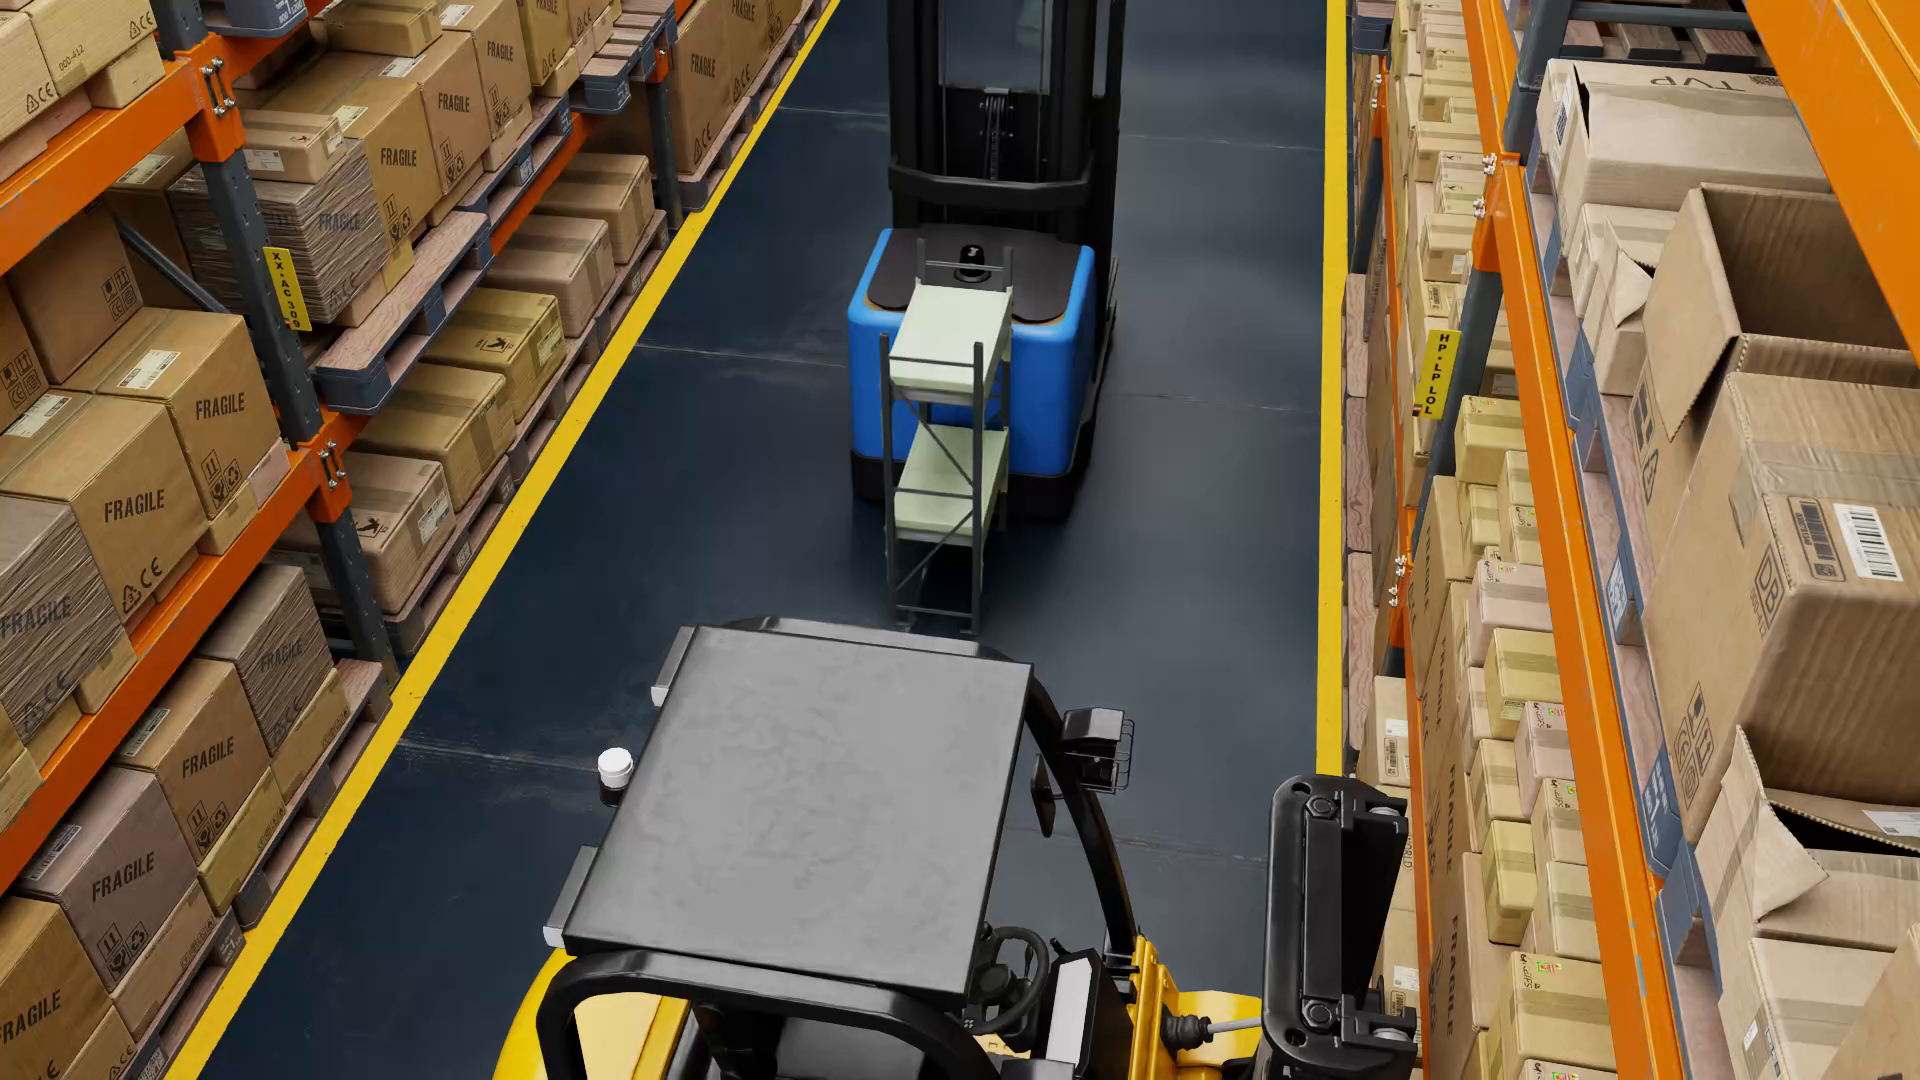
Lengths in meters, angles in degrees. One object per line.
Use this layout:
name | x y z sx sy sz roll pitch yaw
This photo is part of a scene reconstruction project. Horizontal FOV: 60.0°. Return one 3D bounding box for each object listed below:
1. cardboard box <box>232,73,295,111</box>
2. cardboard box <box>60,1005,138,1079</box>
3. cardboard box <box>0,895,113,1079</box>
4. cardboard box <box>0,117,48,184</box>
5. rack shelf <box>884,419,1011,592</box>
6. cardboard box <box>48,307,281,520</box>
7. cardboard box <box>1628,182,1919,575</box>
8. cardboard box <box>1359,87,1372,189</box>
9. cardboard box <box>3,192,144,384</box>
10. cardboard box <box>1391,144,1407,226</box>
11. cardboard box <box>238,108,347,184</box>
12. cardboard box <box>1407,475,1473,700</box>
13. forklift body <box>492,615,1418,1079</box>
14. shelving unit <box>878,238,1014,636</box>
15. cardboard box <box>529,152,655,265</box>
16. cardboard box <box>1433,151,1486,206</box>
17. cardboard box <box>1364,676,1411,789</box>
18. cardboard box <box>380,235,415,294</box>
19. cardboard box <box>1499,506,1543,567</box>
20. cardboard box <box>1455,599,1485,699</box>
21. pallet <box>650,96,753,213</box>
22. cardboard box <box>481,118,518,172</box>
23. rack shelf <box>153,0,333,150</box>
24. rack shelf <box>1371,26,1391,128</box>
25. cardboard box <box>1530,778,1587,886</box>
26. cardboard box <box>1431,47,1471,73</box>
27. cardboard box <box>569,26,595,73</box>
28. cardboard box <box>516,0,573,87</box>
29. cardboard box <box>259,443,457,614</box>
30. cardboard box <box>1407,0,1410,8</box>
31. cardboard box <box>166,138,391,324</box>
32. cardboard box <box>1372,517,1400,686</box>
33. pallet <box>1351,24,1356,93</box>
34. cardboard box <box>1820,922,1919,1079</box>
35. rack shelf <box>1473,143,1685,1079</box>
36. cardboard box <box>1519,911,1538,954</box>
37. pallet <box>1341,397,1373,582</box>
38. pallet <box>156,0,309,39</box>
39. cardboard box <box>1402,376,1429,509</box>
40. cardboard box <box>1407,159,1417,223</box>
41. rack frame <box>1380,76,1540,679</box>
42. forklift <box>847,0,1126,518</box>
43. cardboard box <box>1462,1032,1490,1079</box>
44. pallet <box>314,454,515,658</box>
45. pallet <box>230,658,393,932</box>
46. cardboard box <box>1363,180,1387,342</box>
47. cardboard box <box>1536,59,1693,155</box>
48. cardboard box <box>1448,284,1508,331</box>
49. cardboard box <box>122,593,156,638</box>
cardboard box | -2.932 -1.531 6.606 0.500 0.500 0.500 7 40 8
cardboard box | -2.973 1.680 5.193 0.500 0.250 0.500 9 40 11
cardboard box | -2.966 1.396 4.947 0.500 0.500 0.500 7 40 9
cardboard box | -2.775 -1.105 4.576 0.380 0.149 0.250 7 40 8
rack shelf | -0.046 -0.166 7.285 0.431 0.370 0.720 7 40 8
cardboard box | -2.702 -0.436 5.612 0.500 0.500 0.500 5 40 7
cardboard box | 1.578 -0.230 2.831 0.797 0.503 0.637 8 40 9
cardboard box | 2.670 -2.355 9.877 0.500 0.500 0.500 6 40 7
cardboard box | -3.160 -0.876 5.359 0.700 0.500 0.500 6 40 7
cardboard box | 2.220 -1.606 7.457 0.500 0.250 0.500 5 40 6
cardboard box | -2.440 -1.411 5.952 0.380 0.149 0.250 6 40 7
cardboard box | 1.685 0.167 5.116 0.500 0.500 0.500 5 40 6
forklift body | -0.142 1.402 4.367 2.313 2.155 1.214 6 40 8
shelving unit | -0.046 -0.417 7.077 0.431 1.500 0.755 7 40 8
cardboard box | -2.286 -1.895 9.421 0.950 0.372 0.625 4 40 5
cardboard box | 2.052 -1.377 6.474 0.380 0.149 0.250 7 40 8
cardboard box | 1.627 0.737 5.548 0.500 0.250 0.500 6 40 7
cardboard box | -2.411 -1.122 6.621 0.380 0.149 0.250 7 40 9
cardboard box | 1.680 0.055 4.509 0.380 0.149 0.250 6 40 7
cardboard box | 1.528 0.314 4.429 0.380 0.149 0.250 7 40 9
pallet | -1.967 -2.512 10.622 1.003 0.211 1.213 6 40 8
cardboard box | -2.210 -1.781 7.418 0.380 0.149 0.250 8 40 9
rack shelf | -2.524 -2.723 6.900 1.077 0.370 4.000 6 40 8
rack shelf | 3.058 -3.533 10.233 1.077 0.370 4.000 6 40 8
cardboard box | 1.501 0.695 3.734 0.380 0.149 0.250 7 40 8
cardboard box | 2.255 -2.018 7.249 0.380 0.149 0.250 7 40 8
cardboard box | -2.029 -2.437 8.211 0.380 0.149 0.250 5 40 6
cardboard box | -2.148 -2.456 7.725 0.500 0.500 0.500 4 40 5
cardboard box | -2.782 -0.068 7.211 0.950 0.372 0.625 7 40 8
cardboard box | 2.366 -2.676 8.045 0.380 0.149 0.250 8 40 9
cardboard box | -2.507 -1.167 6.166 0.500 0.500 0.500 7 40 9
cardboard box | 2.099 0.380 6.470 0.875 0.625 0.625 8 40 10
pallet | 3.300 -3.476 11.788 1.003 0.211 1.213 6 40 8
cardboard box | 1.164 0.766 1.629 0.500 0.500 0.500 8 40 9
rack shelf | 1.673 0.332 3.205 1.077 0.370 4.000 6 40 8
cardboard box | 1.441 0.974 3.630 0.380 0.149 0.250 6 40 7
pallet | 2.317 -0.204 7.831 1.003 0.211 1.213 6 40 8
pallet | -2.658 -2.049 5.667 1.213 0.211 1.003 6 40 8
cardboard box | 1.849 -0.332 5.915 0.500 0.250 0.500 7 40 9
cardboard box | 2.134 -1.474 6.904 0.500 0.250 0.500 7 40 8
rack frame | 2.019 -0.044 5.450 1.000 3.000 0.127 6 40 8
forklift | 0.251 -2.172 8.077 1.130 2.935 3.031 7 40 8
cardboard box | 1.341 1.443 3.572 0.500 0.500 0.500 6 40 7
pallet | -2.737 -0.004 7.589 1.003 0.211 1.213 6 40 8
pallet | -2.952 0.911 6.483 1.003 0.211 1.213 6 40 8
cardboard box | 2.590 -1.412 8.637 0.875 0.625 0.625 8 40 9
cardboard box | 1.643 -1.056 4.108 0.380 0.149 0.250 7 40 9
cardboard box | 1.887 -0.736 5.698 0.380 0.149 0.250 6 40 7
cardboard box | -2.841 0.210 5.339 0.380 0.149 0.250 6 40 7
